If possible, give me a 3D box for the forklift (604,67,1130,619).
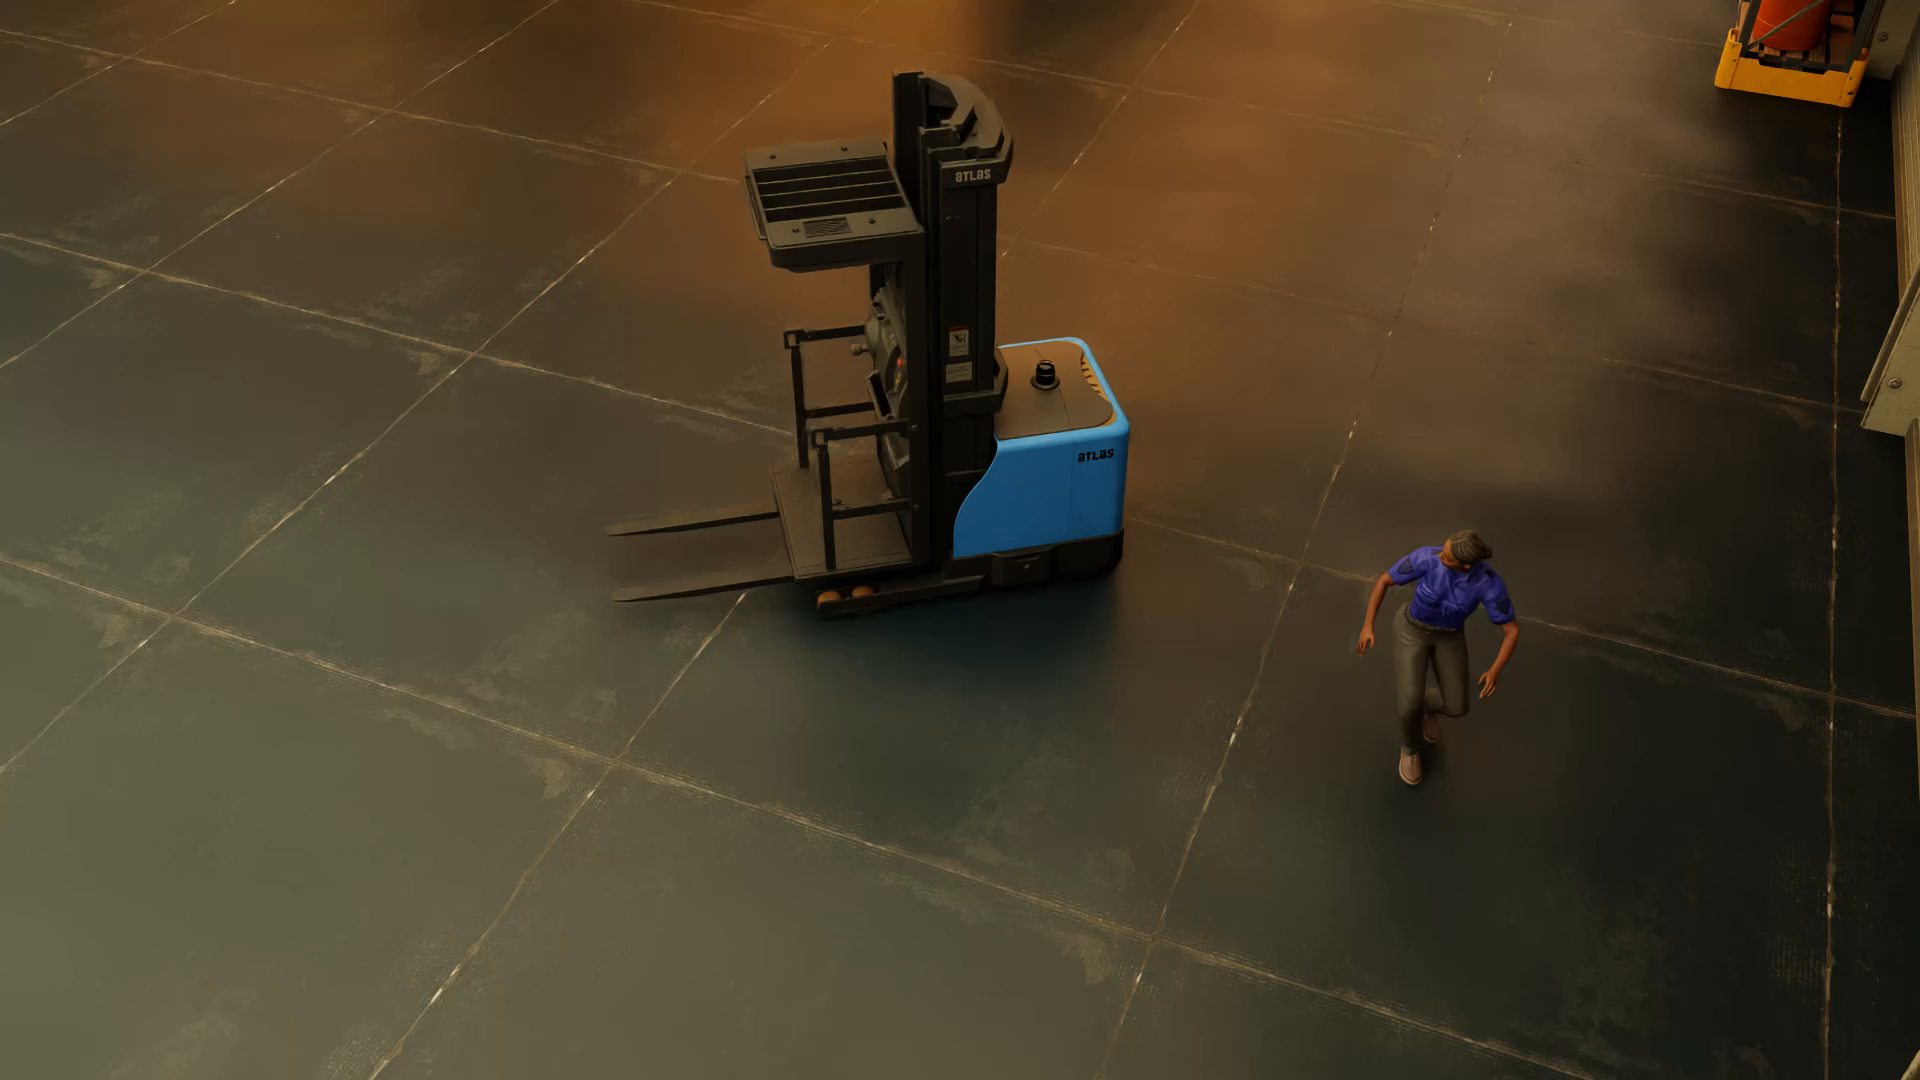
[{"bbox_3d":[-0.594,-1.034,9.241,3.031,2.935,1.130,-8,41,-10],"label":"forklift"}]

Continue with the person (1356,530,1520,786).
[{"bbox_3d":[2.381,0.577,8.397,0.760,1.548,0.748,5,40,6],"label":"person"}]
